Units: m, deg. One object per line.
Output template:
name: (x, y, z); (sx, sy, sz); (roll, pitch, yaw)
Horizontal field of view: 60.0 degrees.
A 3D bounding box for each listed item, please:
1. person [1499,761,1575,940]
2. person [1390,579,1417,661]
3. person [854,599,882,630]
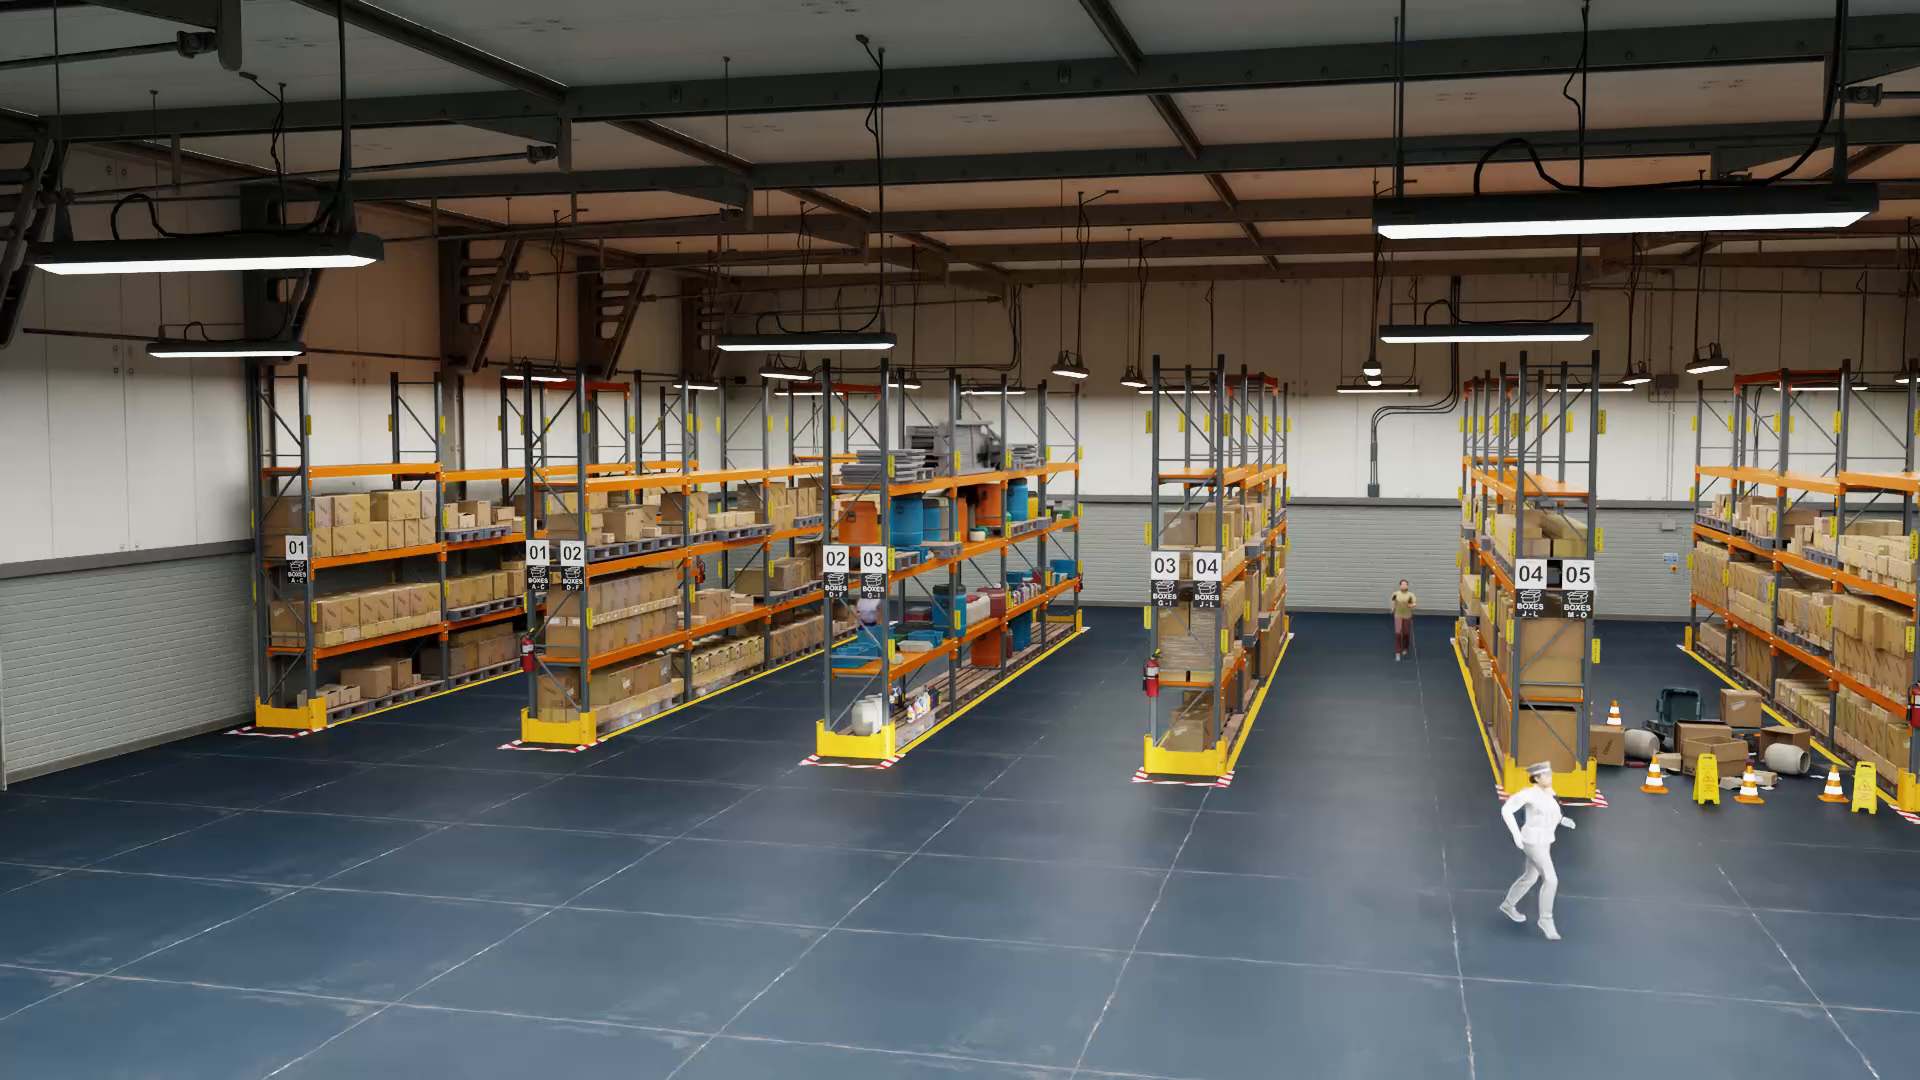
person: (5.702, 3.033, 16.463); (0.597, 1.753, 0.757); (-4, 6, -44)
person: (9.506, 1.699, 35.664); (0.550, 1.720, 0.807); (1, 4, 13)
person: (-1.743, 1.711, 31.865); (0.625, 1.611, 0.642); (0, 4, 5)
